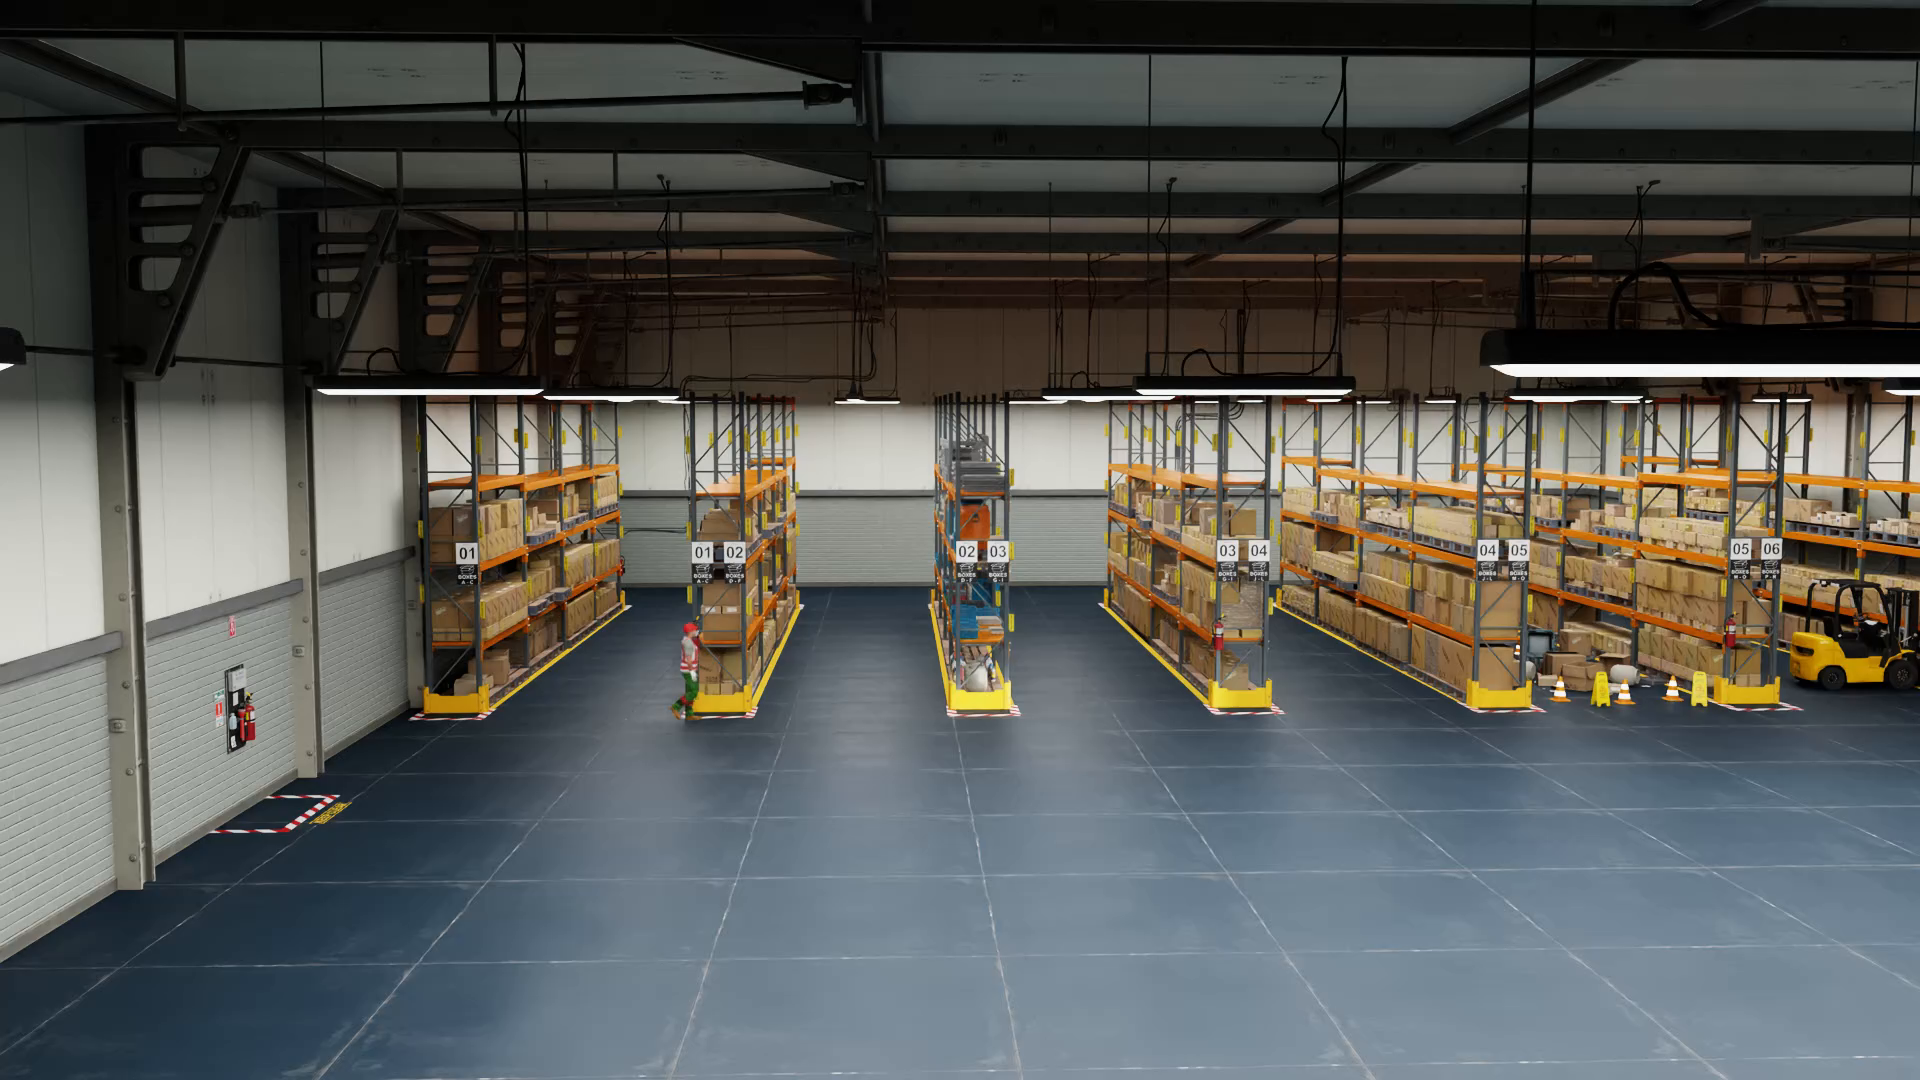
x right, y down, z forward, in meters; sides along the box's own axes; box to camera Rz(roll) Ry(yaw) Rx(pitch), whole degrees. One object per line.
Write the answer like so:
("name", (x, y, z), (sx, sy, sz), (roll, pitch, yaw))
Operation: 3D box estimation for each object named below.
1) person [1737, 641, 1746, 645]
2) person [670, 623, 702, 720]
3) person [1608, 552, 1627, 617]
("person", (17.601, 1.865, 37.625), (0.527, 1.757, 0.543), (-1, 5, -17))
("person", (-4.979, 2.397, 30.171), (0.568, 1.790, 0.561), (-1, 5, -8))
("person", (17.967, 1.203, 45.268), (0.564, 1.740, 0.546), (-3, 6, -36))
